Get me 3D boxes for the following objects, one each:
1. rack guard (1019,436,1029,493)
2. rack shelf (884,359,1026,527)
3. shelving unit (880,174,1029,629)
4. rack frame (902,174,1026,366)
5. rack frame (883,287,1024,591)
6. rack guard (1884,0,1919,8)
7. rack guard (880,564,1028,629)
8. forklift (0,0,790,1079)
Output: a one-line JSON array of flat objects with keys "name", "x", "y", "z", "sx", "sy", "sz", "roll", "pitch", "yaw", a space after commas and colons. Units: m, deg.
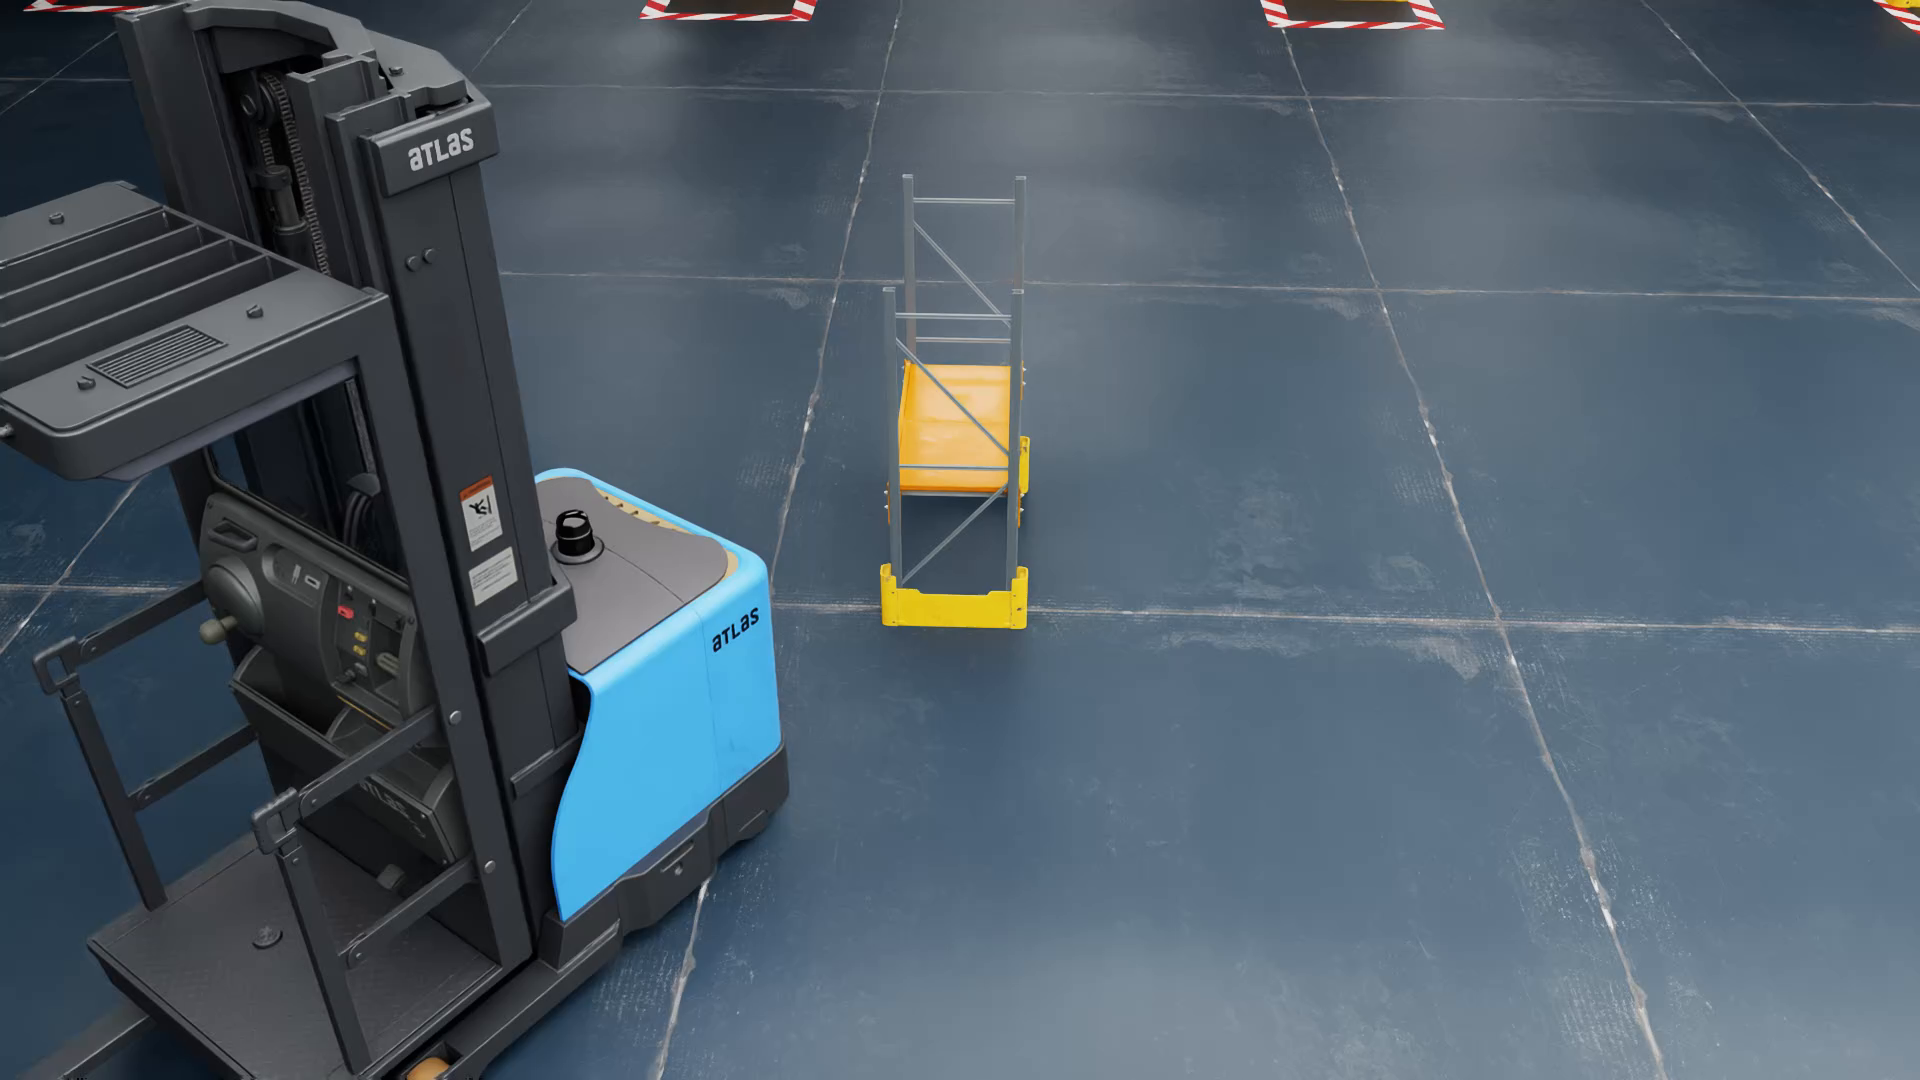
[{"name": "rack guard", "x": 0.017, "y": -0.345, "z": 7.523, "sx": 0.587, "sy": 0.250, "sz": 0.087, "roll": 1, "pitch": 35, "yaw": 2}, {"name": "rack shelf", "x": -0.003, "y": -0.417, "z": 6.852, "sx": 0.538, "sy": 0.185, "sz": 1.000, "roll": 1, "pitch": 35, "yaw": 2}, {"name": "shelving unit", "x": -0.003, "y": -0.570, "z": 6.756, "sx": 0.587, "sy": 1.500, "sz": 1.083, "roll": 1, "pitch": 35, "yaw": 2}, {"name": "rack frame", "x": 0.017, "y": -0.857, "z": 7.165, "sx": 0.500, "sy": 1.500, "sz": 0.032, "roll": 1, "pitch": 35, "yaw": 2}, {"name": "rack frame", "x": -0.024, "y": -0.273, "z": 6.333, "sx": 0.500, "sy": 1.500, "sz": 0.032, "roll": 1, "pitch": 35, "yaw": 2}, {"name": "rack guard", "x": 8.069, "y": -4.556, "z": 13.298, "sx": 1.175, "sy": 0.500, "sz": 0.348, "roll": 1, "pitch": 35, "yaw": 2}, {"name": "rack guard", "x": -0.023, "y": 0.228, "z": 6.709, "sx": 0.587, "sy": 0.250, "sz": 0.087, "roll": 1, "pitch": 35, "yaw": 2}, {"name": "forklift", "x": -1.886, "y": 0.249, "z": 4.346, "sx": 1.130, "sy": 2.935, "sz": 3.031, "roll": 23, "pitch": 41, "yaw": 29}]
